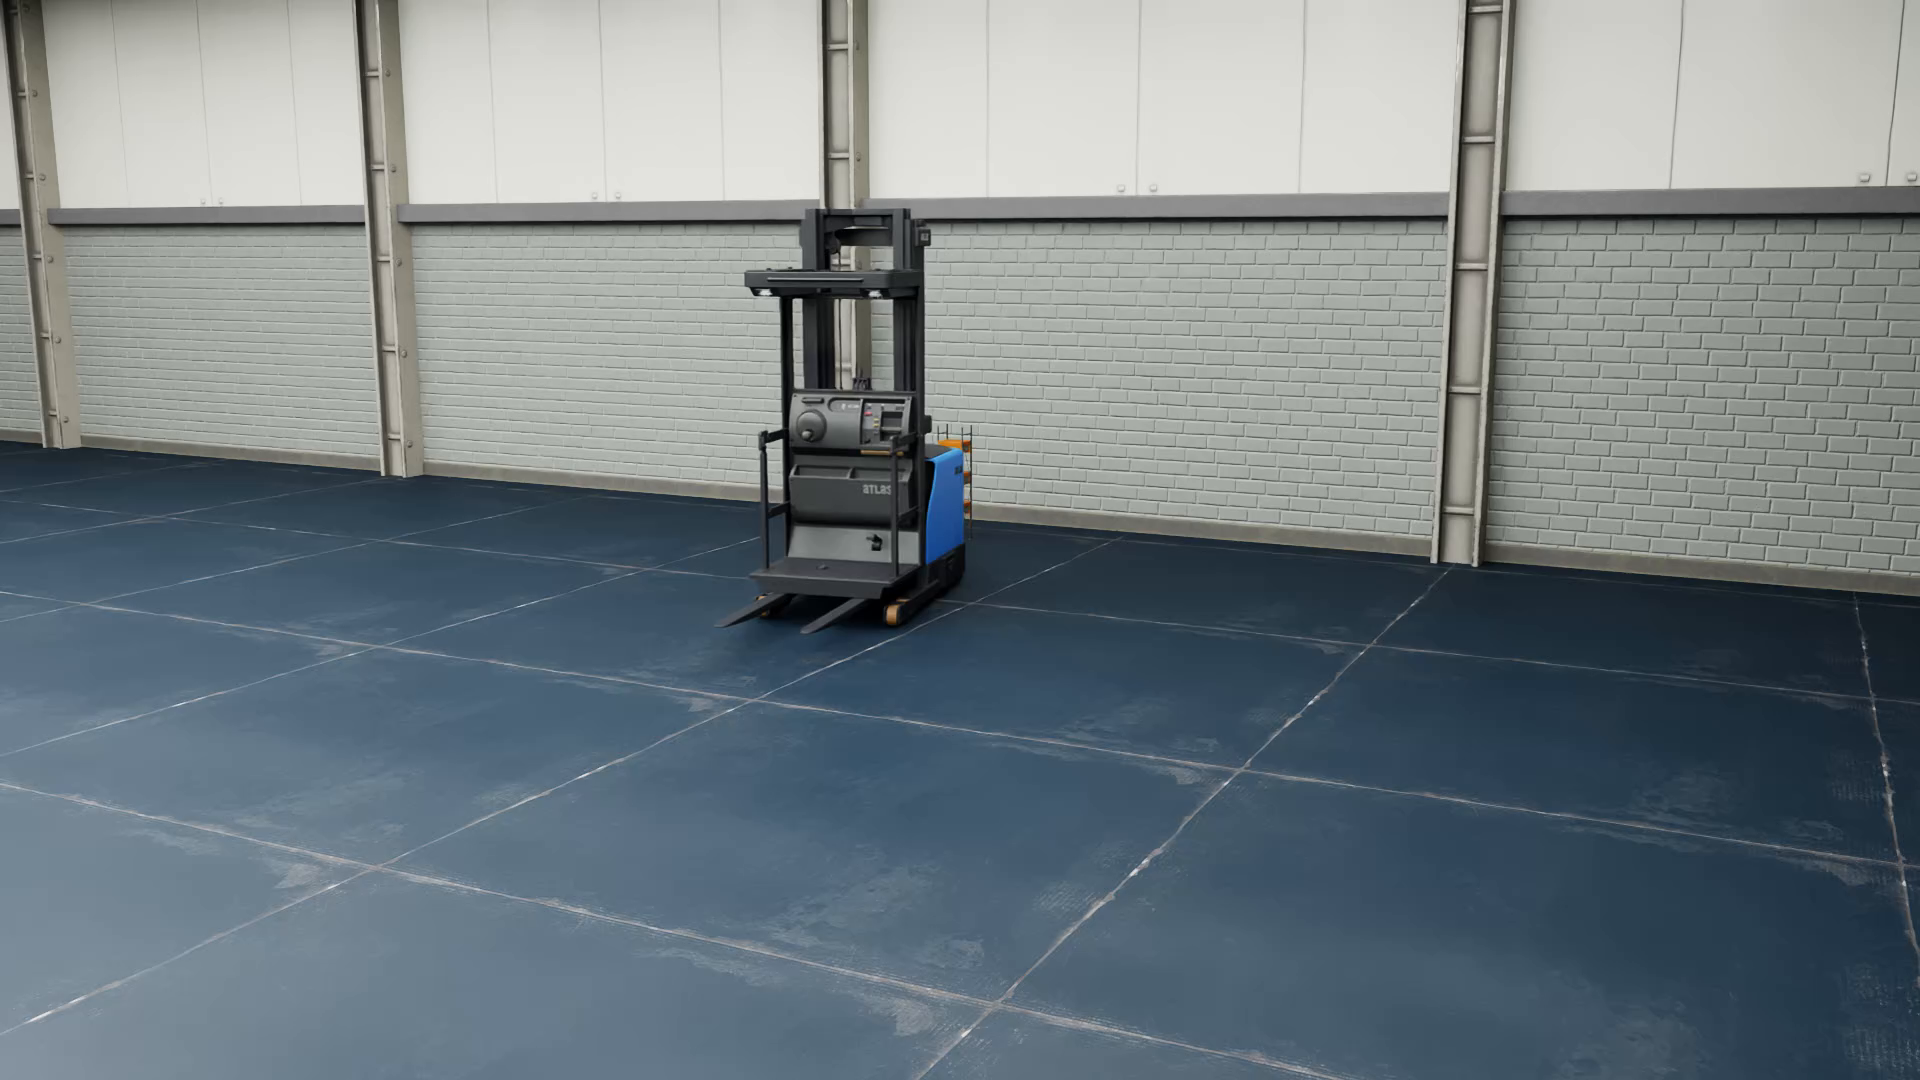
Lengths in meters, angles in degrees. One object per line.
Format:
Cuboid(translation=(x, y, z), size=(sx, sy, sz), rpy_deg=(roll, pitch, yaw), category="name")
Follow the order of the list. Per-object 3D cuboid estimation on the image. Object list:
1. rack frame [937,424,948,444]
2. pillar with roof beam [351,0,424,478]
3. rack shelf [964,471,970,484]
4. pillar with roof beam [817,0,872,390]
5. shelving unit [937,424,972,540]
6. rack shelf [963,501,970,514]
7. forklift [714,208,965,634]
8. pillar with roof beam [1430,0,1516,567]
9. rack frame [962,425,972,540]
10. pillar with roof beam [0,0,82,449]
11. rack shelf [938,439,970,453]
Cuboid(translation=(-0.157, -0.530, 15.213), size=(0.008, 1.050, 0.200), rpy_deg=(5, 11, 26), category="rack frame")
Cuboid(translation=(-8.414, -4.502, 14.837), size=(0.400, 9.000, 9.100), rpy_deg=(5, 11, 26), category="pillar with roof beam")
Cuboid(translation=(-0.048, -0.510, 15.162), size=(0.240, 0.259, 0.215), rpy_deg=(5, 11, 26), category="rack shelf")
Cuboid(translation=(-3.033, -4.029, 12.225), size=(0.400, 9.000, 9.100), rpy_deg=(5, 11, 26), category="pillar with roof beam")
Cuboid(translation=(-0.048, -0.521, 15.160), size=(0.252, 1.050, 0.215), rpy_deg=(5, 11, 26), category="shelving unit")
Cuboid(translation=(-0.048, -0.237, 15.211), size=(0.240, 0.259, 0.215), rpy_deg=(5, 11, 26), category="rack shelf")
Cuboid(translation=(-0.861, -0.902, 11.982), size=(1.130, 2.935, 3.031), rpy_deg=(3, 11, 16), category="forklift")
Cuboid(translation=(2.347, -3.556, 9.612), size=(0.400, 9.000, 9.100), rpy_deg=(5, 11, 26), category="pillar with roof beam")
Cuboid(translation=(0.061, -0.511, 15.107), size=(0.008, 1.050, 0.200), rpy_deg=(5, 11, 26), category="rack frame")
Cuboid(translation=(-13.795, -4.975, 17.449), size=(0.400, 9.000, 9.100), rpy_deg=(5, 11, 26), category="pillar with roof beam")
Cuboid(translation=(-0.048, -0.790, 15.111), size=(0.240, 0.259, 0.215), rpy_deg=(5, 11, 26), category="rack shelf")
